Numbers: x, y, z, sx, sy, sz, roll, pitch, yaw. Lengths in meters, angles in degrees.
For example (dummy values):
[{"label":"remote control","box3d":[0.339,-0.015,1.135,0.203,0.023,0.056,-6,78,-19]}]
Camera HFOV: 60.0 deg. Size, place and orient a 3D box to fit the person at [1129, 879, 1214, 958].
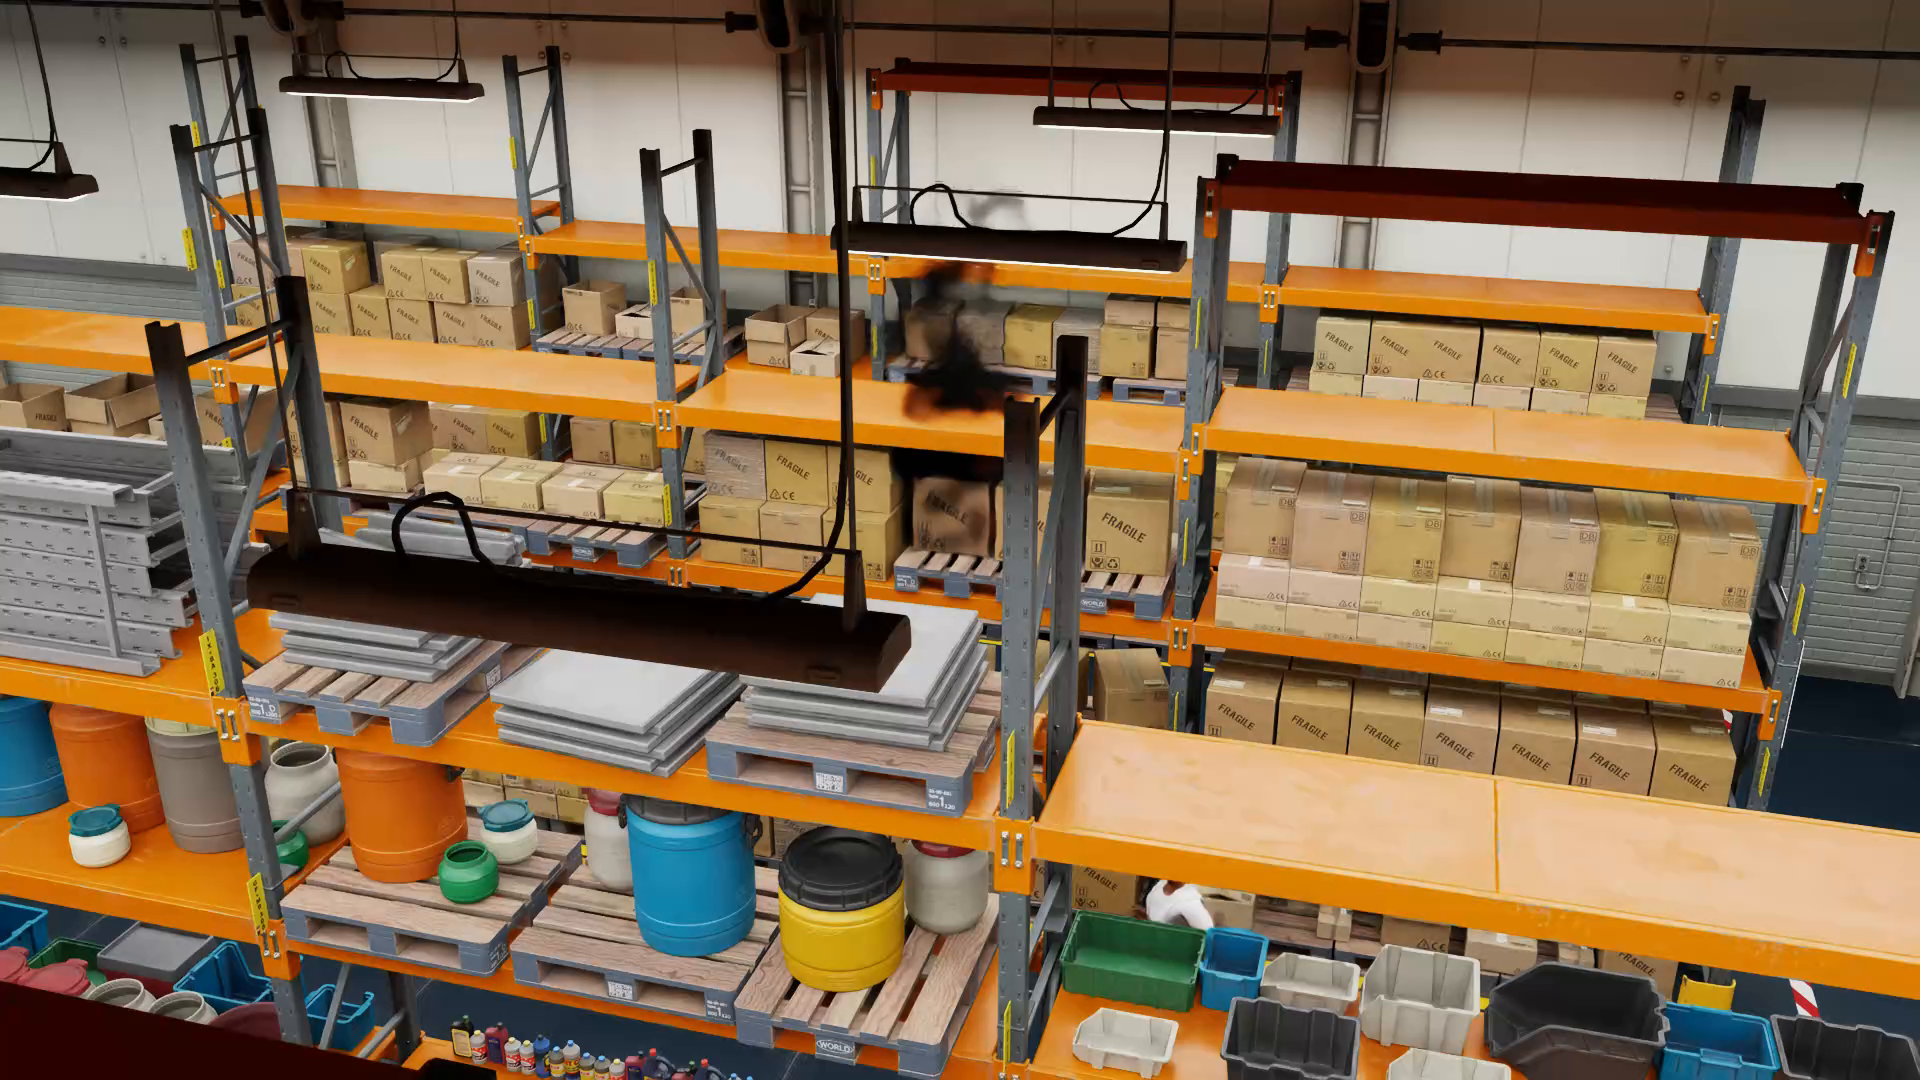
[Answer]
[{"label":"person","box3d":[1.379,2.772,11.081,0.843,1.760,0.716,-1,23,-1]}]
